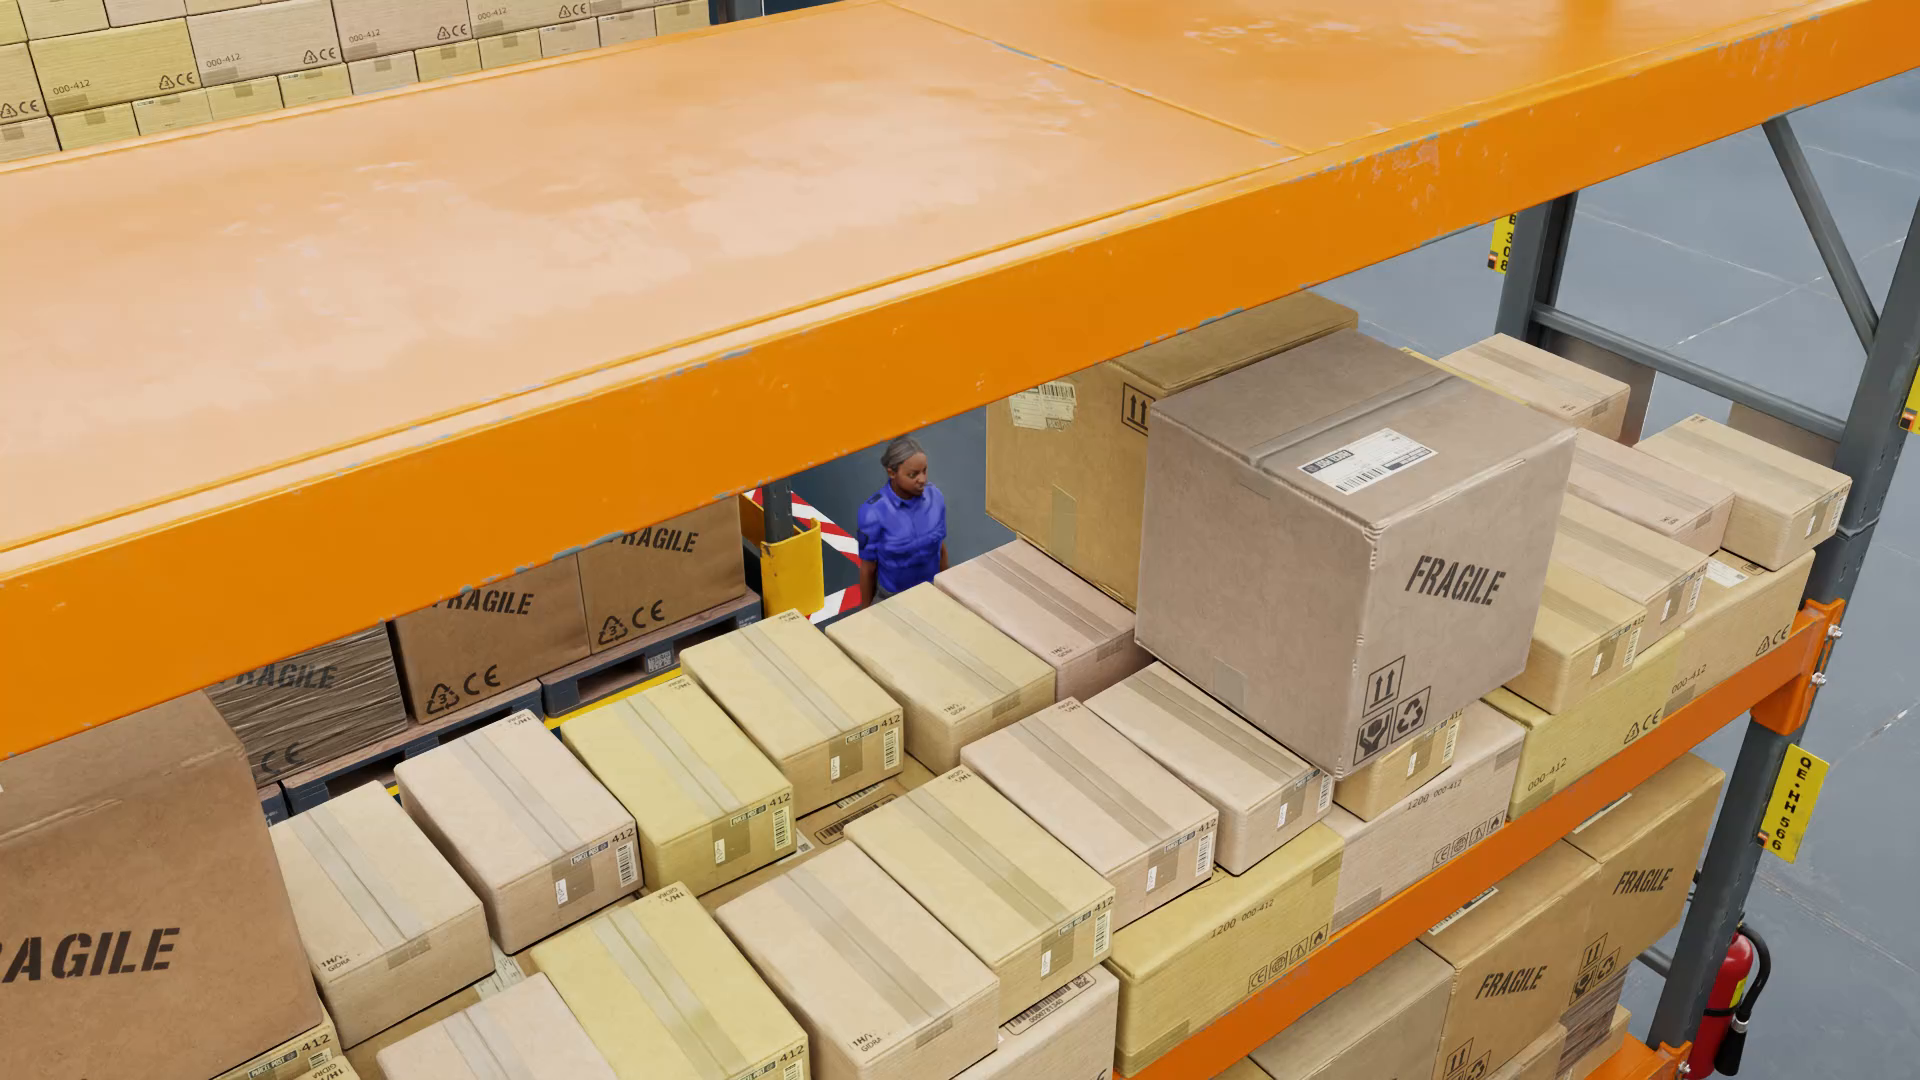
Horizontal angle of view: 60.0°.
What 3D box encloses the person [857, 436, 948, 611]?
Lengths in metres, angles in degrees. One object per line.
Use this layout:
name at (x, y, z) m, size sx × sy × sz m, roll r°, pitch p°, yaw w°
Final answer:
person at (-0.249, 0.305, 7.337) m, size 0.471 × 1.652 × 0.304 m, roll -22°, pitch 38°, yaw -30°
